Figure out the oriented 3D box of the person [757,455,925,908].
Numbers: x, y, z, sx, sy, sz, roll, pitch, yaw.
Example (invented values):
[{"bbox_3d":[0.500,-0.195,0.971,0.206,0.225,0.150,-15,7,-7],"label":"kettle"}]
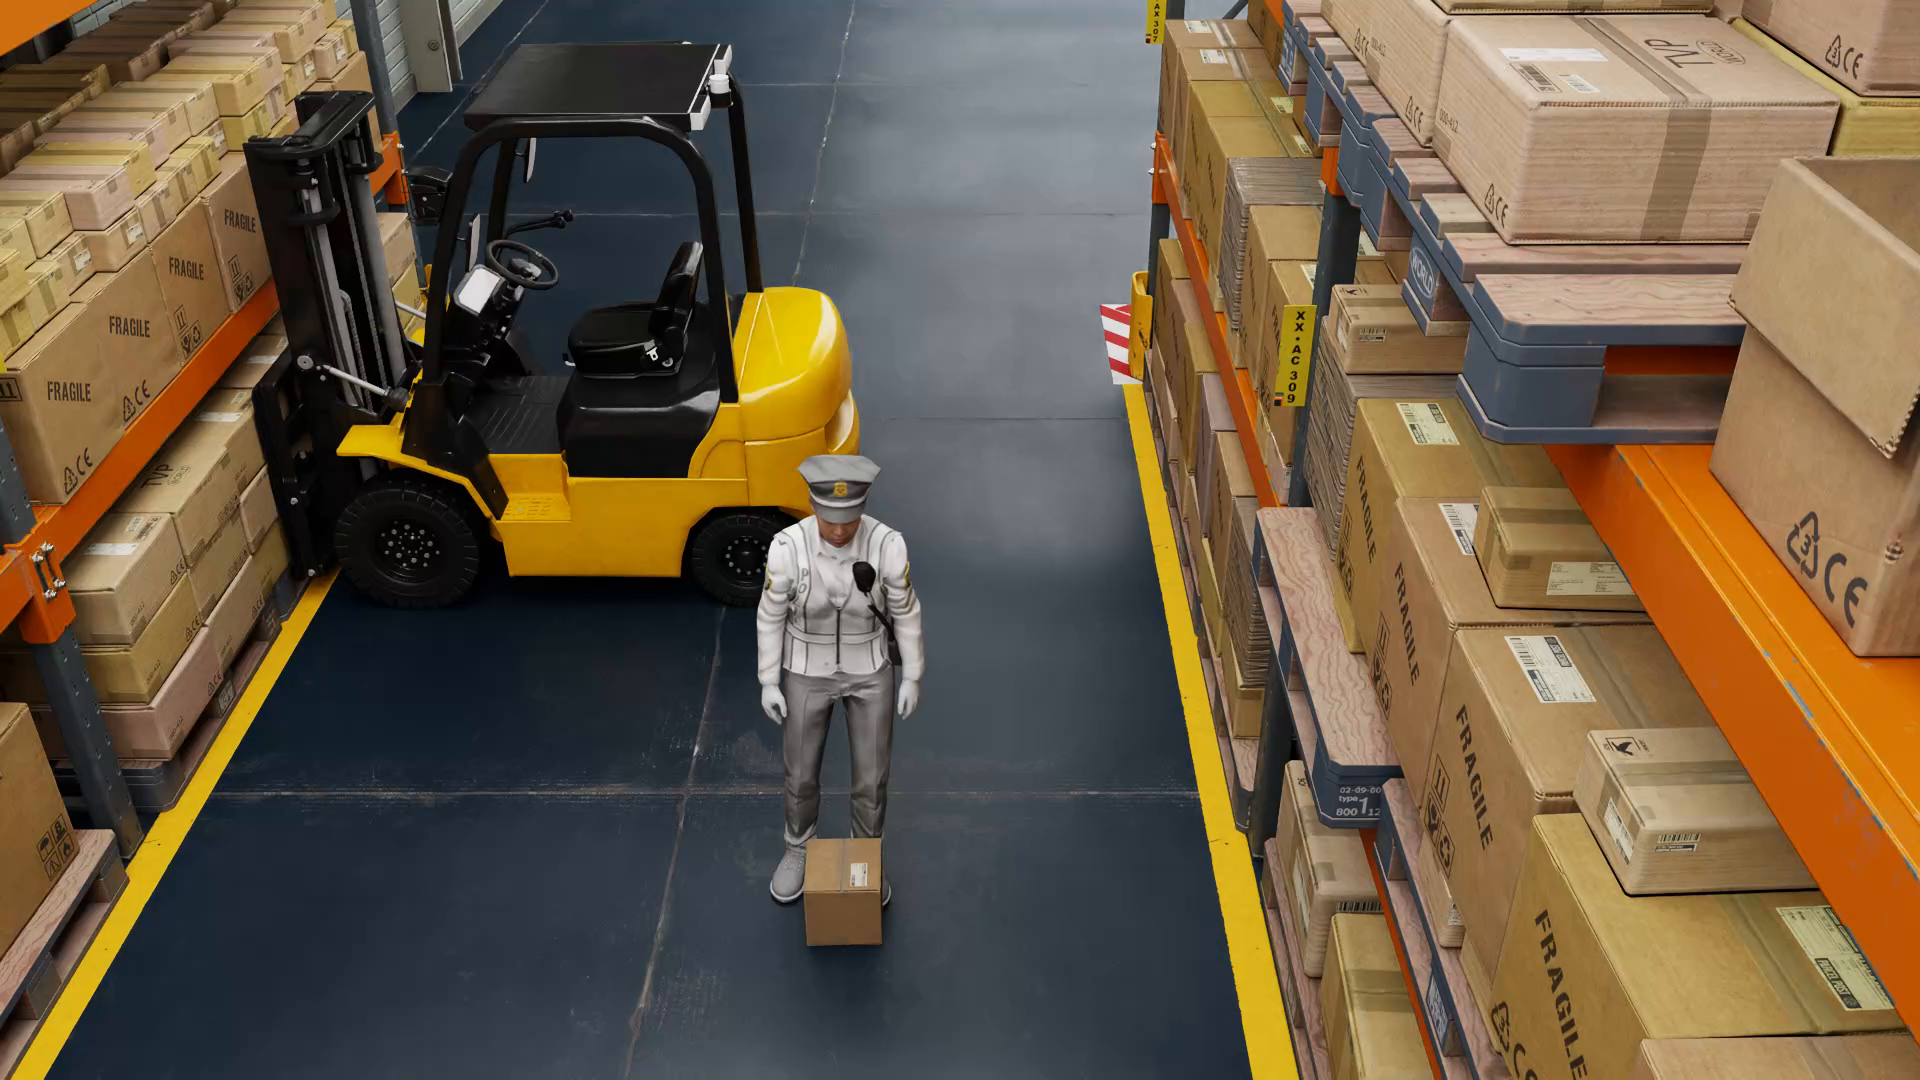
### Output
[{"bbox_3d":[-0.386,0.460,5.385,0.547,1.667,0.408,-2,32,-3],"label":"person"}]
